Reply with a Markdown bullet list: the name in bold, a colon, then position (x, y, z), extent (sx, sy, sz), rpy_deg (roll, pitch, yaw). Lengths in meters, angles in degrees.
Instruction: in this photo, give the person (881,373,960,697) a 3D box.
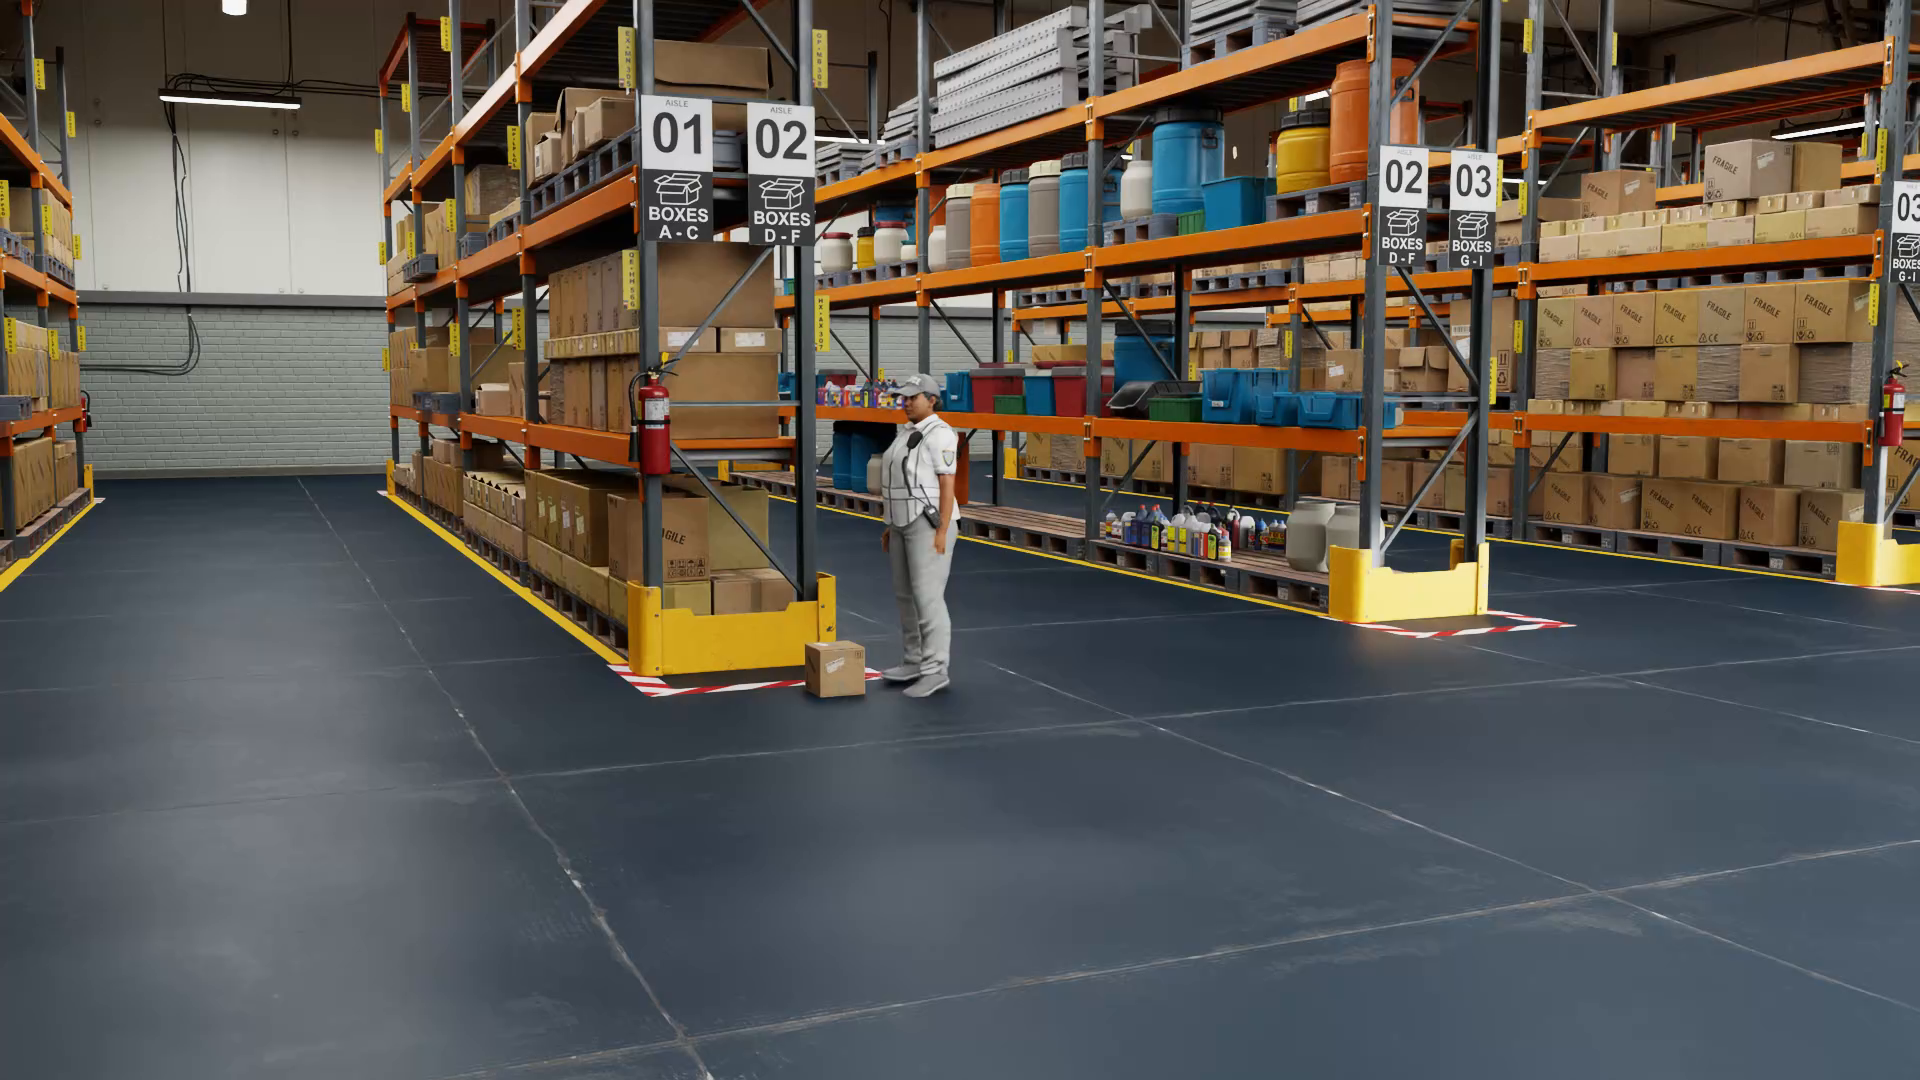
- **person**: position (-0.221, -0.037, 8.887), extent (0.411, 1.698, 0.521), rpy_deg (-3, 6, -29)
